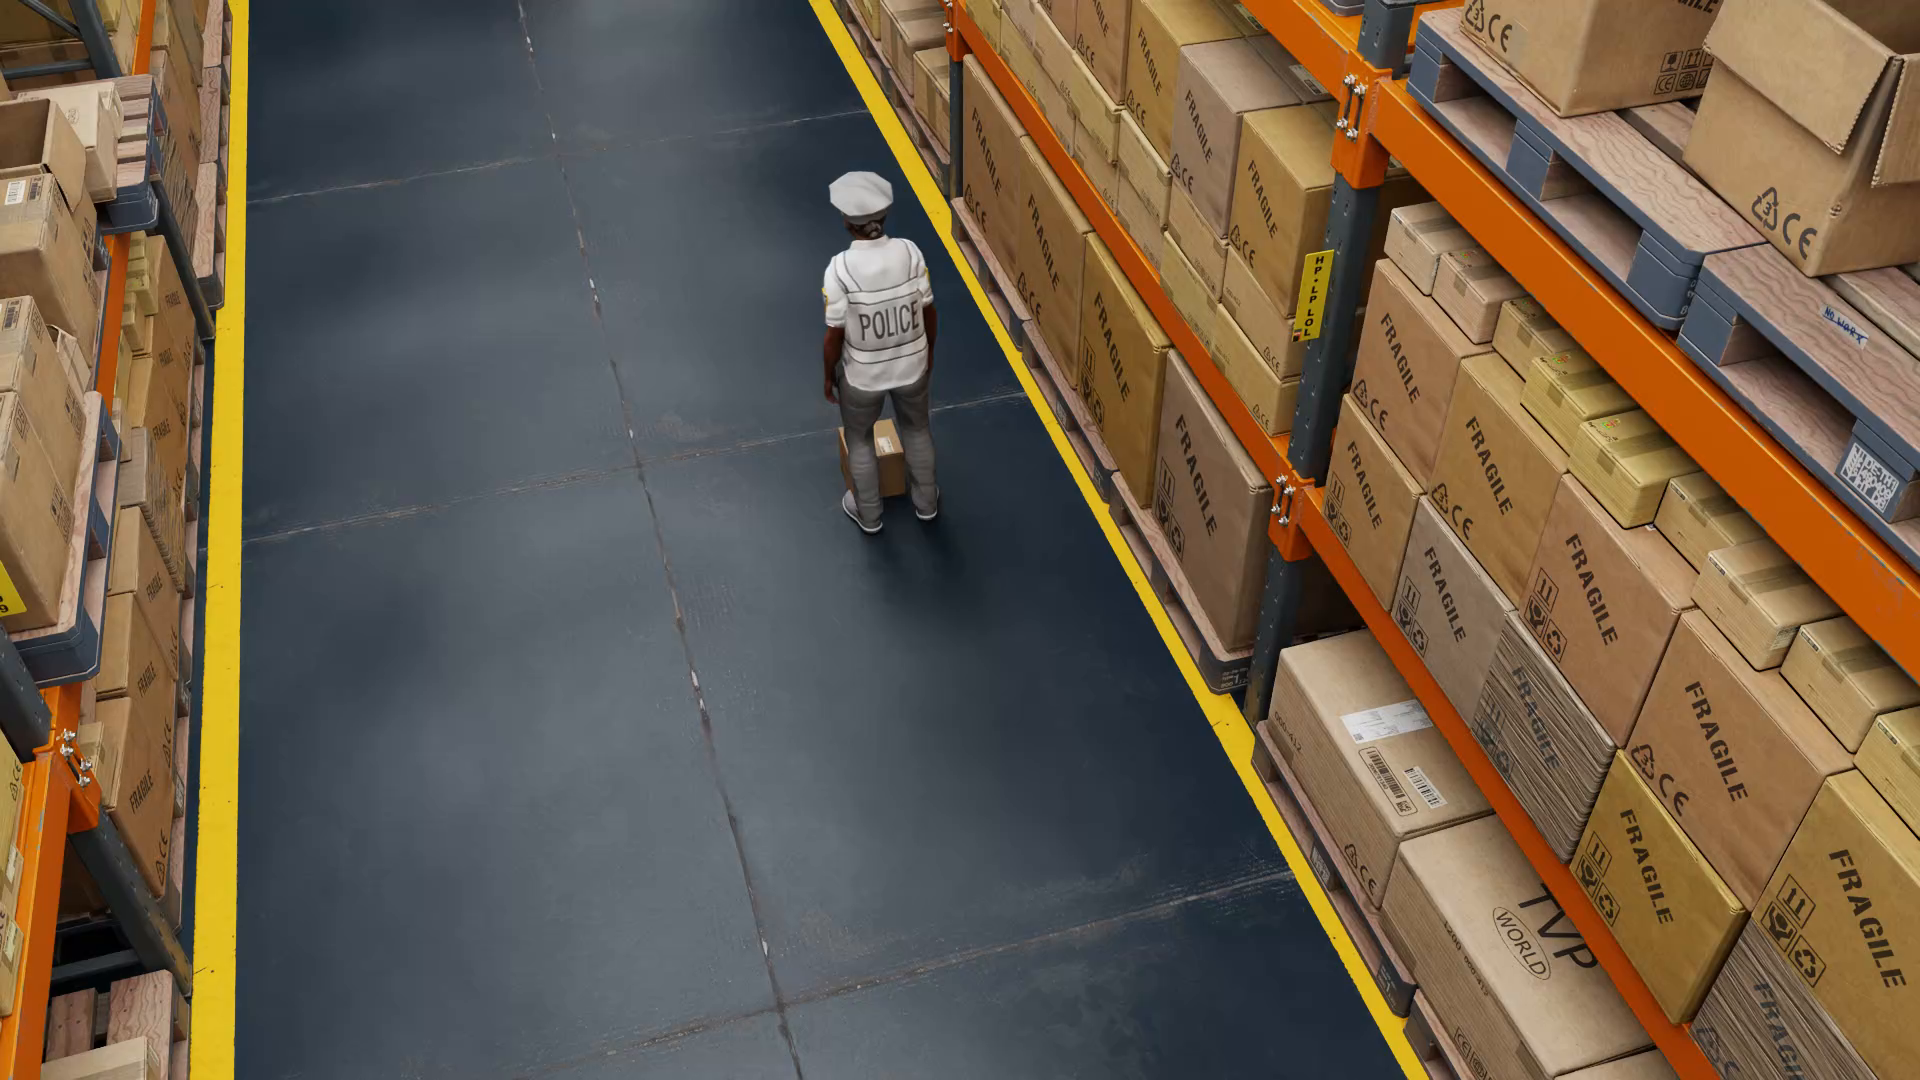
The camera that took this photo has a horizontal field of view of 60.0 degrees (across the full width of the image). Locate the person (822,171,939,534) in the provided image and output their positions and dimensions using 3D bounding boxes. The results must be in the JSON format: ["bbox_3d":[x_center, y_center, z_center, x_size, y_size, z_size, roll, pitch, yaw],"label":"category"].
[{"bbox_3d":[-0.324,-0.732,6.958,0.532,1.662,0.395,-14,44,-15],"label":"person"}]
